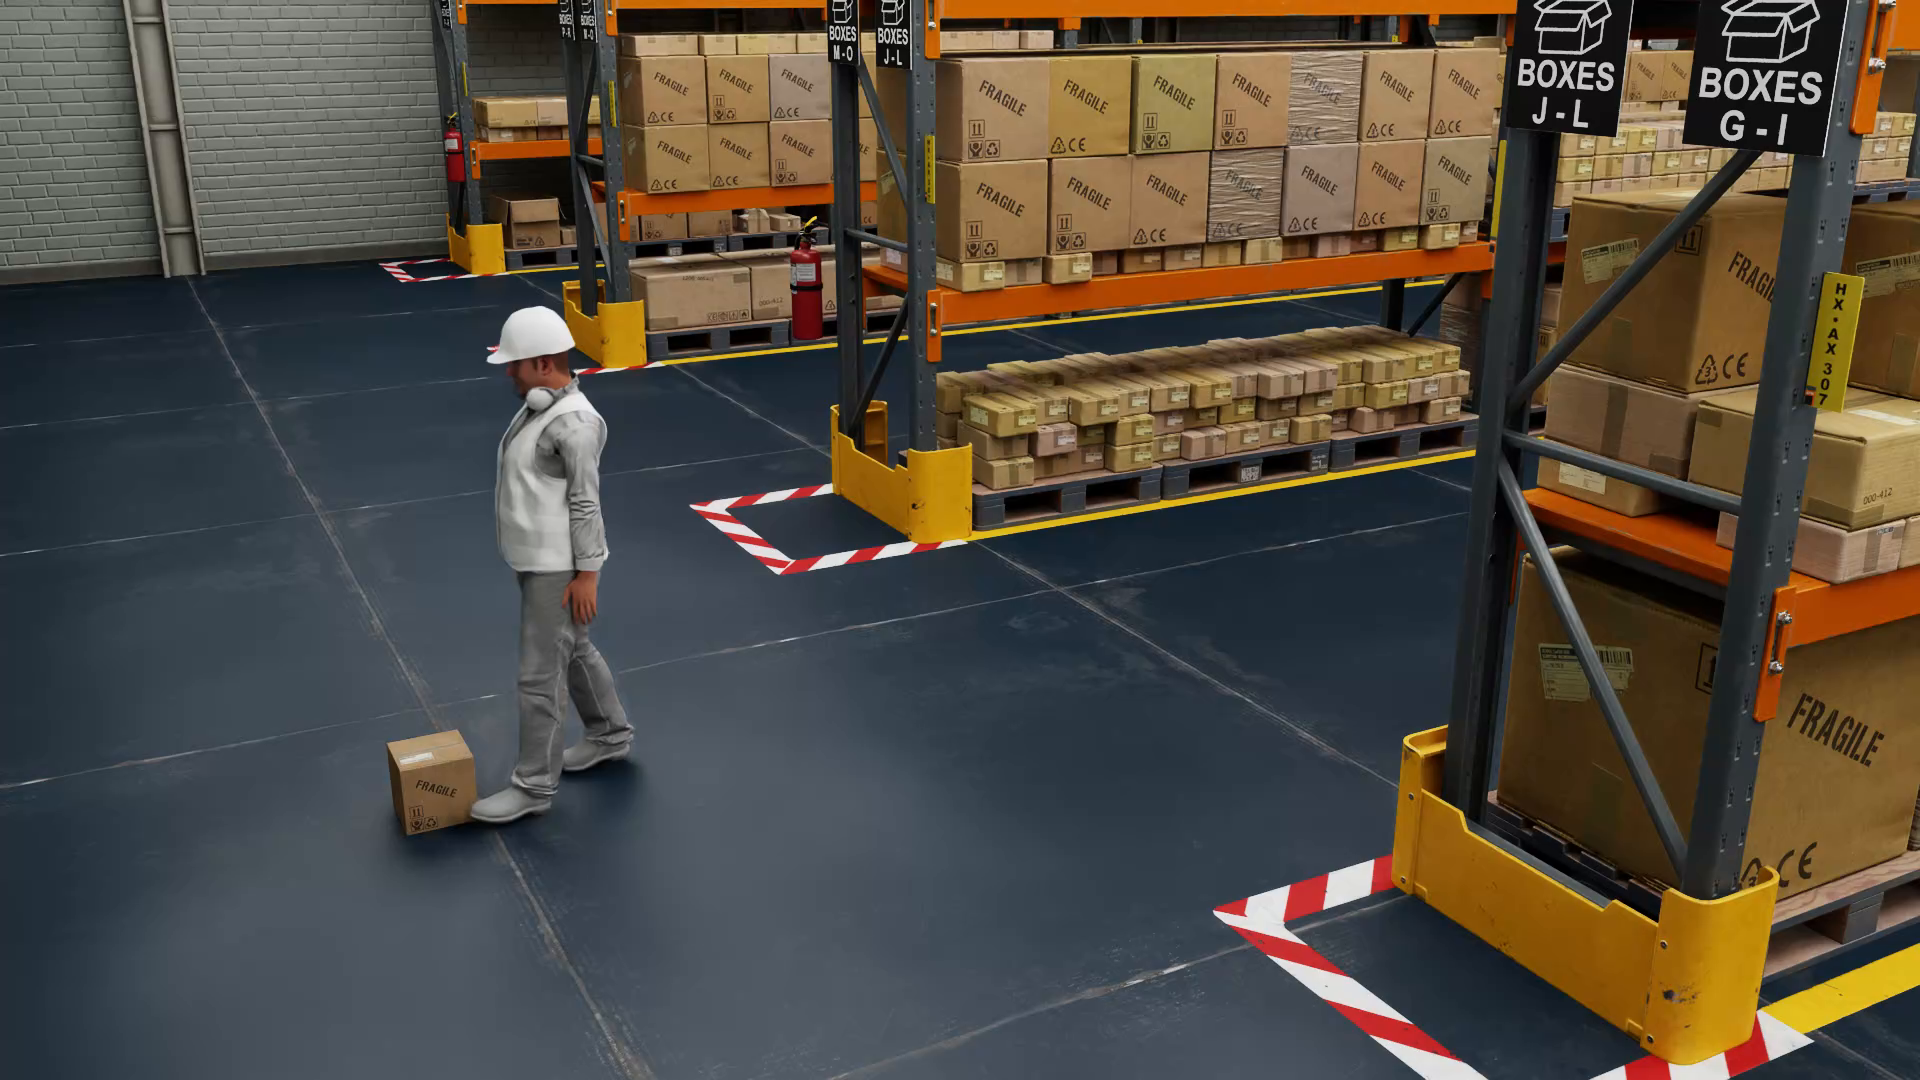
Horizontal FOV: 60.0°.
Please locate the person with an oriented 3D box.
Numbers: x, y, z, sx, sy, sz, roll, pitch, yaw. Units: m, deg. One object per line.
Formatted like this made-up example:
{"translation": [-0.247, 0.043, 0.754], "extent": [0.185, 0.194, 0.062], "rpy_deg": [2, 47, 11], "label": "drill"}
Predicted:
{"translation": [-1.485, 0.072, 5.807], "extent": [0.684, 1.766, 0.553], "rpy_deg": [-10, 21, -27], "label": "person"}
